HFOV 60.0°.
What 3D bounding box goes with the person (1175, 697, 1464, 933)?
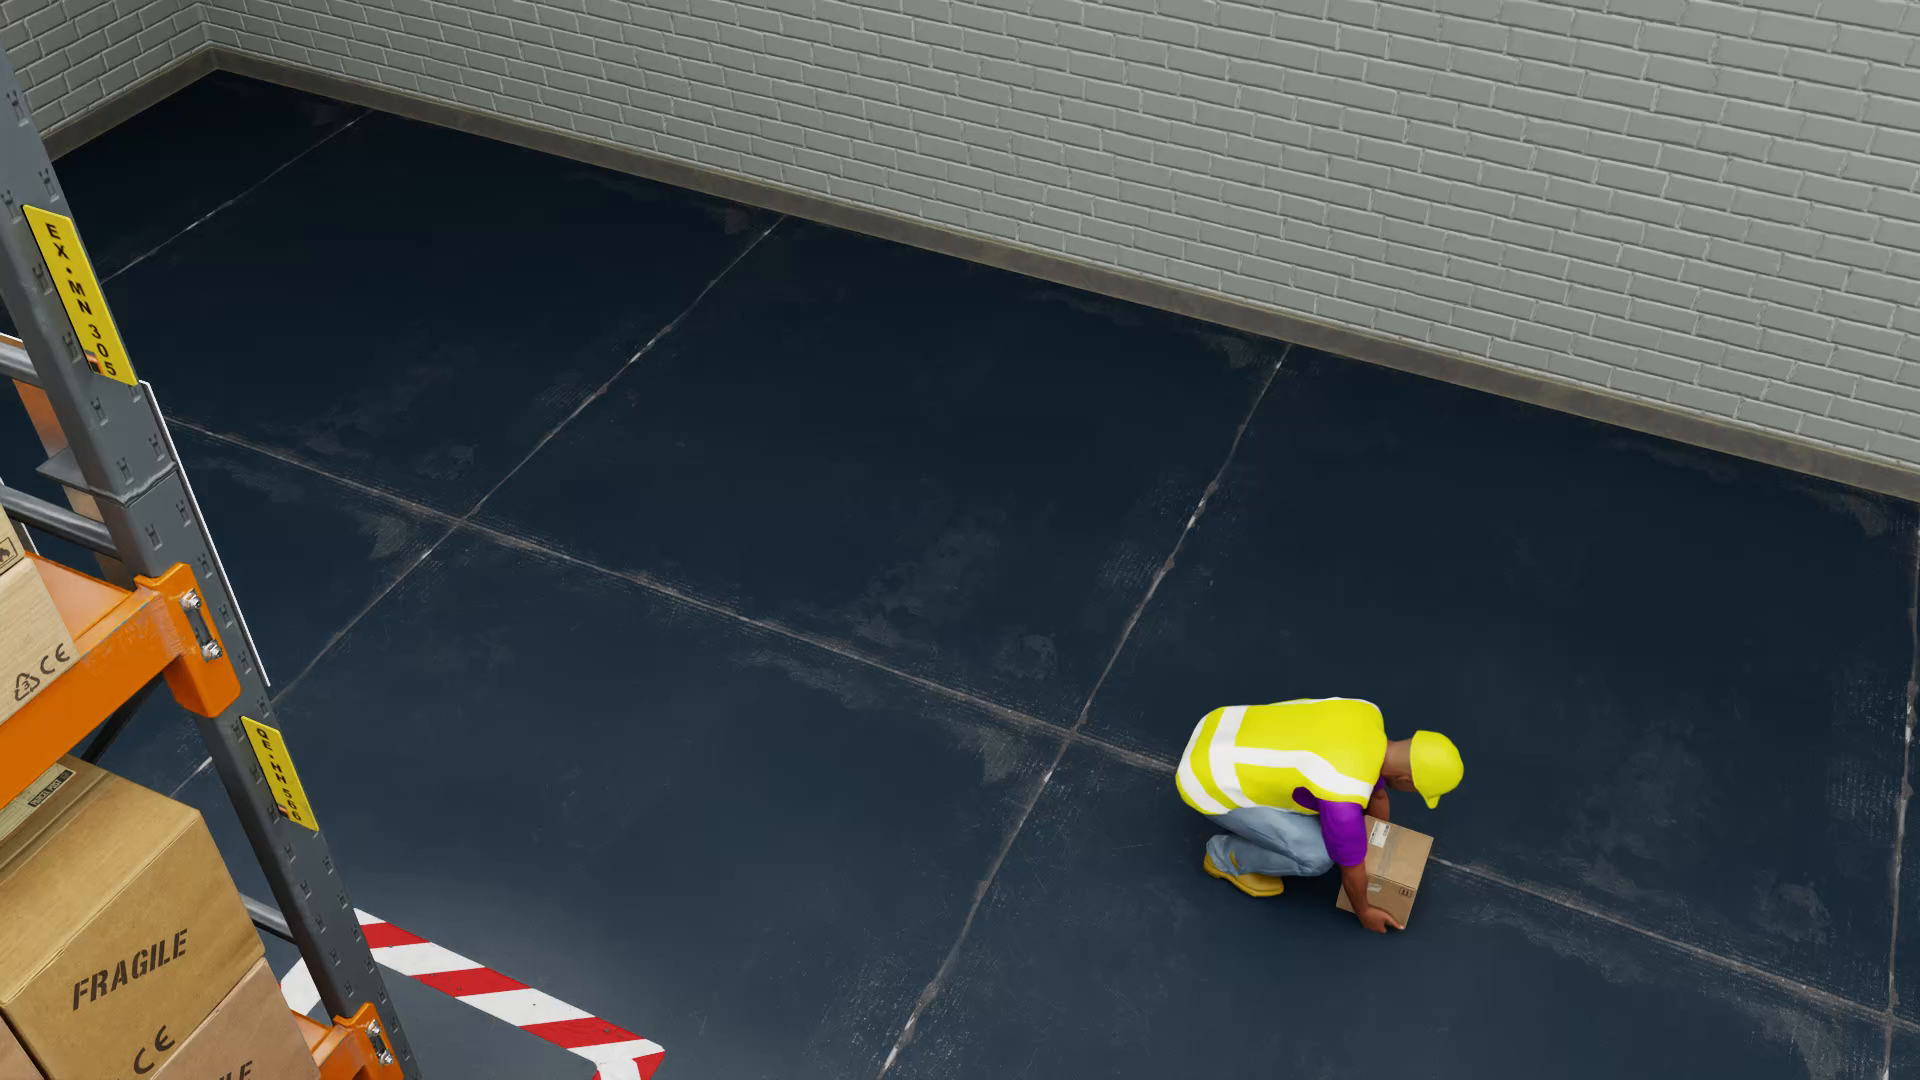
[{"bbox_3d":[1.246,0.915,5.904,0.934,0.886,0.541,17,44,18],"label":"person"}]
